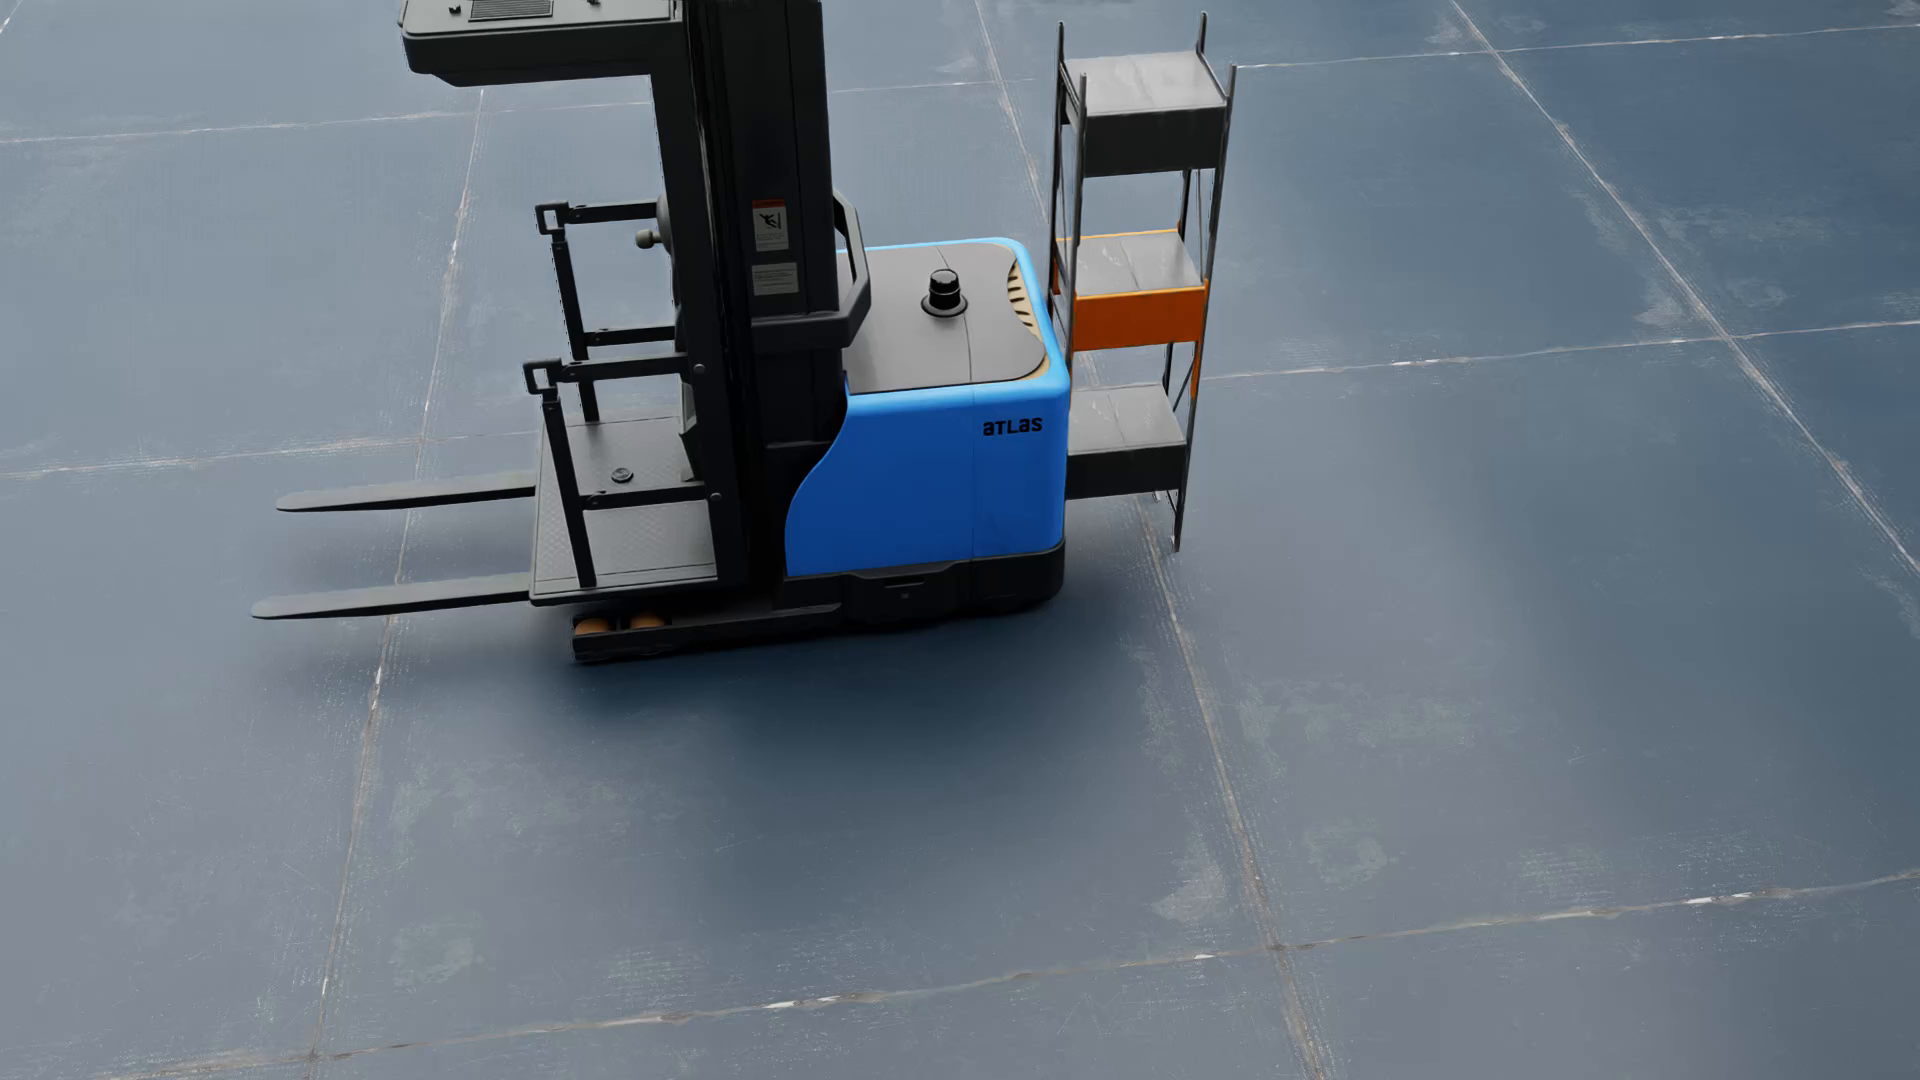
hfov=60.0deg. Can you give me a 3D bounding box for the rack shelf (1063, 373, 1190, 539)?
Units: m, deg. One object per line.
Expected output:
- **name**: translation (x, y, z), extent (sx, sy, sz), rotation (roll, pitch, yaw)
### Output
- **rack shelf**: translation (0.604, -0.309, 6.590), extent (0.480, 0.518, 0.431), rotation (-6, 42, -6)

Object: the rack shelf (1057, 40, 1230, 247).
- **rack shelf**: translation (0.604, -1.348, 5.652), extent (0.480, 0.518, 0.431), rotation (-6, 42, -6)

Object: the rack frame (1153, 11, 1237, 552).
- **rack frame**: translation (0.846, -0.863, 6.139), extent (0.015, 2.100, 0.400), rotation (-6, 42, -6)

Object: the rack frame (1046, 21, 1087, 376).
- **rack frame**: translation (0.363, -0.814, 6.085), extent (0.015, 2.100, 0.400), rotation (-6, 42, -6)

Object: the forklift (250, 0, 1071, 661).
- **forklift**: translation (-1.160, -1.014, 5.686), extent (3.031, 2.935, 1.130), rotation (-6, 42, -6)

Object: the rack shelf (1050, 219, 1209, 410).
- **rack shelf**: translation (0.604, -0.829, 6.121), extent (0.480, 0.518, 0.431), rotation (-6, 42, -6)

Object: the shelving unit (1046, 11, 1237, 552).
- **shelving unit**: translation (0.604, -0.839, 6.112), extent (0.503, 2.100, 0.431), rotation (-6, 42, -6)
